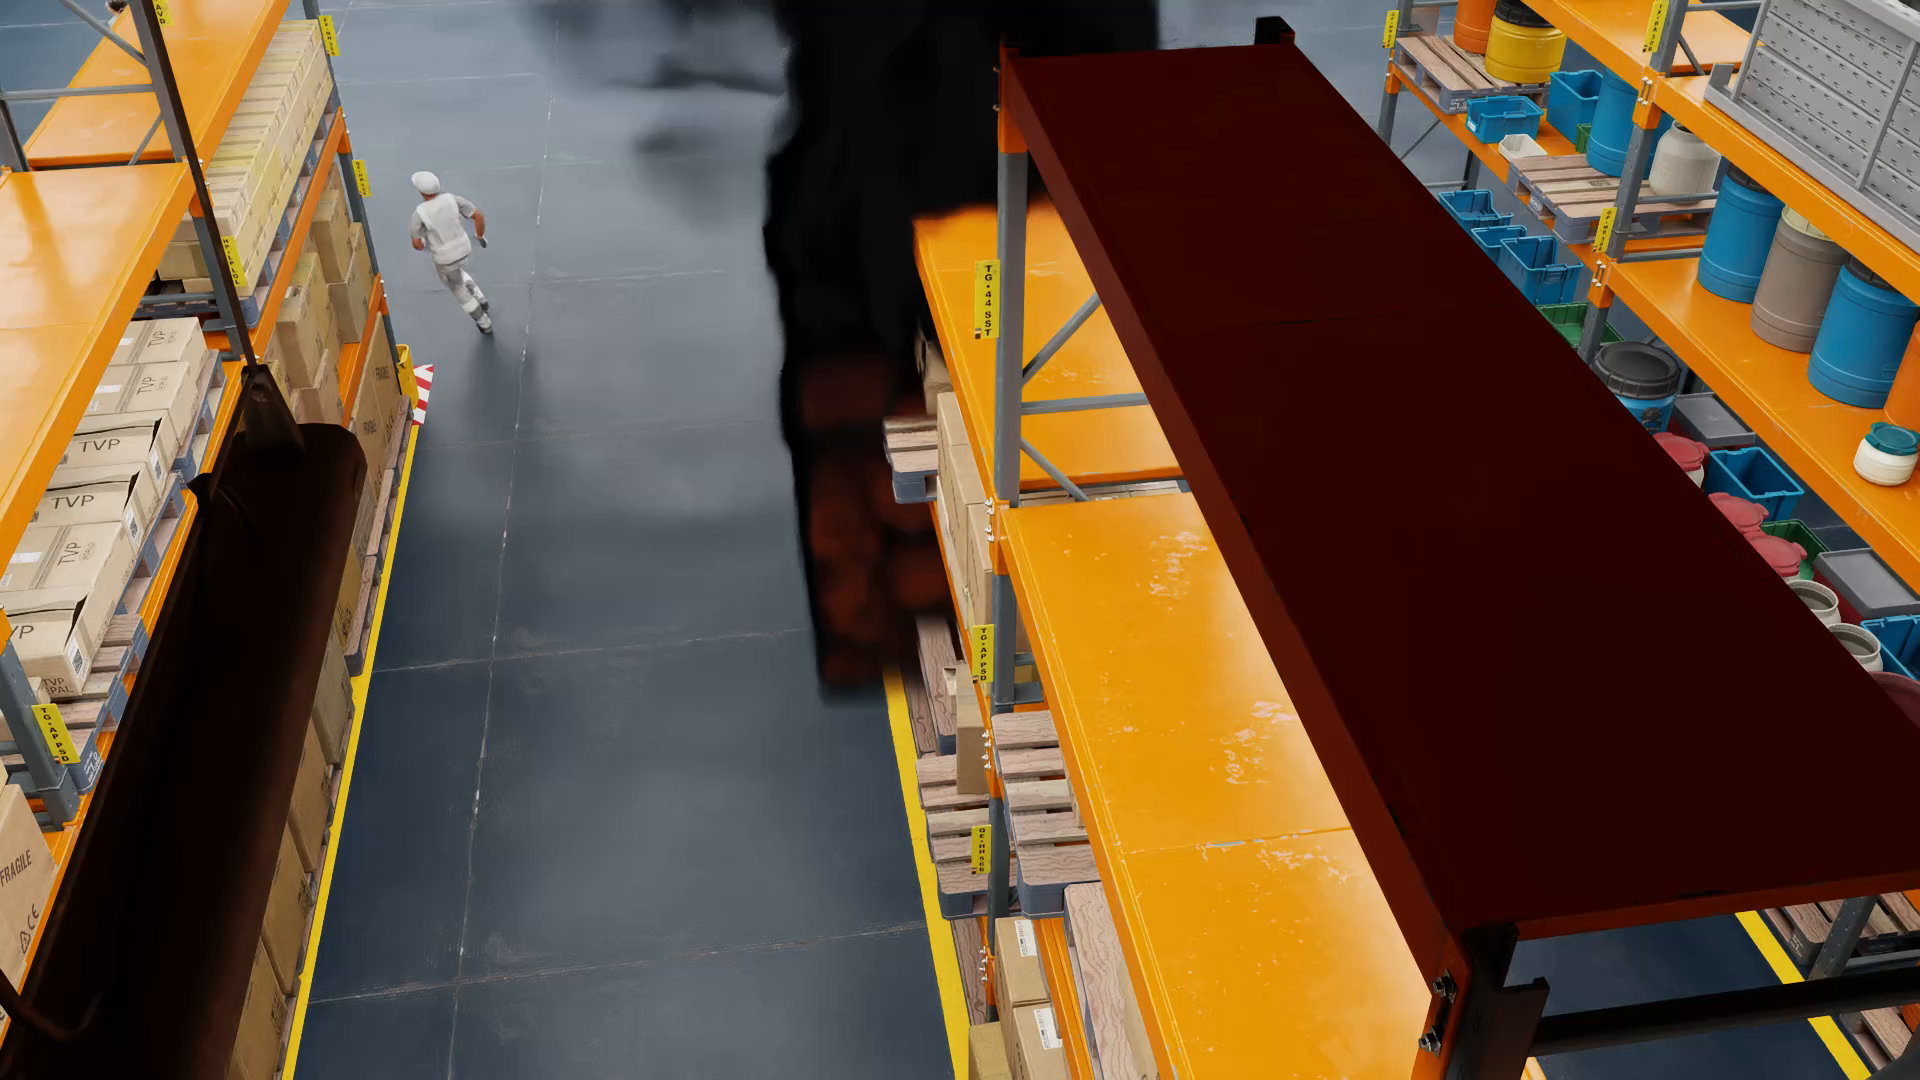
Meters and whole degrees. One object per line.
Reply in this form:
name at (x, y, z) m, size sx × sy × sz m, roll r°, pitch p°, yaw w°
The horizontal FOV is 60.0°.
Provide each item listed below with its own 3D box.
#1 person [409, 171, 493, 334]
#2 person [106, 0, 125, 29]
person at (-4.856, -2.733, 15.715) m, size 0.596 × 1.714 × 0.708 m, roll 29°, pitch 45°, yaw 33°
person at (-9.725, -5.595, 19.639) m, size 0.831 × 1.721 × 0.566 m, roll 20°, pitch 41°, yaw 25°
